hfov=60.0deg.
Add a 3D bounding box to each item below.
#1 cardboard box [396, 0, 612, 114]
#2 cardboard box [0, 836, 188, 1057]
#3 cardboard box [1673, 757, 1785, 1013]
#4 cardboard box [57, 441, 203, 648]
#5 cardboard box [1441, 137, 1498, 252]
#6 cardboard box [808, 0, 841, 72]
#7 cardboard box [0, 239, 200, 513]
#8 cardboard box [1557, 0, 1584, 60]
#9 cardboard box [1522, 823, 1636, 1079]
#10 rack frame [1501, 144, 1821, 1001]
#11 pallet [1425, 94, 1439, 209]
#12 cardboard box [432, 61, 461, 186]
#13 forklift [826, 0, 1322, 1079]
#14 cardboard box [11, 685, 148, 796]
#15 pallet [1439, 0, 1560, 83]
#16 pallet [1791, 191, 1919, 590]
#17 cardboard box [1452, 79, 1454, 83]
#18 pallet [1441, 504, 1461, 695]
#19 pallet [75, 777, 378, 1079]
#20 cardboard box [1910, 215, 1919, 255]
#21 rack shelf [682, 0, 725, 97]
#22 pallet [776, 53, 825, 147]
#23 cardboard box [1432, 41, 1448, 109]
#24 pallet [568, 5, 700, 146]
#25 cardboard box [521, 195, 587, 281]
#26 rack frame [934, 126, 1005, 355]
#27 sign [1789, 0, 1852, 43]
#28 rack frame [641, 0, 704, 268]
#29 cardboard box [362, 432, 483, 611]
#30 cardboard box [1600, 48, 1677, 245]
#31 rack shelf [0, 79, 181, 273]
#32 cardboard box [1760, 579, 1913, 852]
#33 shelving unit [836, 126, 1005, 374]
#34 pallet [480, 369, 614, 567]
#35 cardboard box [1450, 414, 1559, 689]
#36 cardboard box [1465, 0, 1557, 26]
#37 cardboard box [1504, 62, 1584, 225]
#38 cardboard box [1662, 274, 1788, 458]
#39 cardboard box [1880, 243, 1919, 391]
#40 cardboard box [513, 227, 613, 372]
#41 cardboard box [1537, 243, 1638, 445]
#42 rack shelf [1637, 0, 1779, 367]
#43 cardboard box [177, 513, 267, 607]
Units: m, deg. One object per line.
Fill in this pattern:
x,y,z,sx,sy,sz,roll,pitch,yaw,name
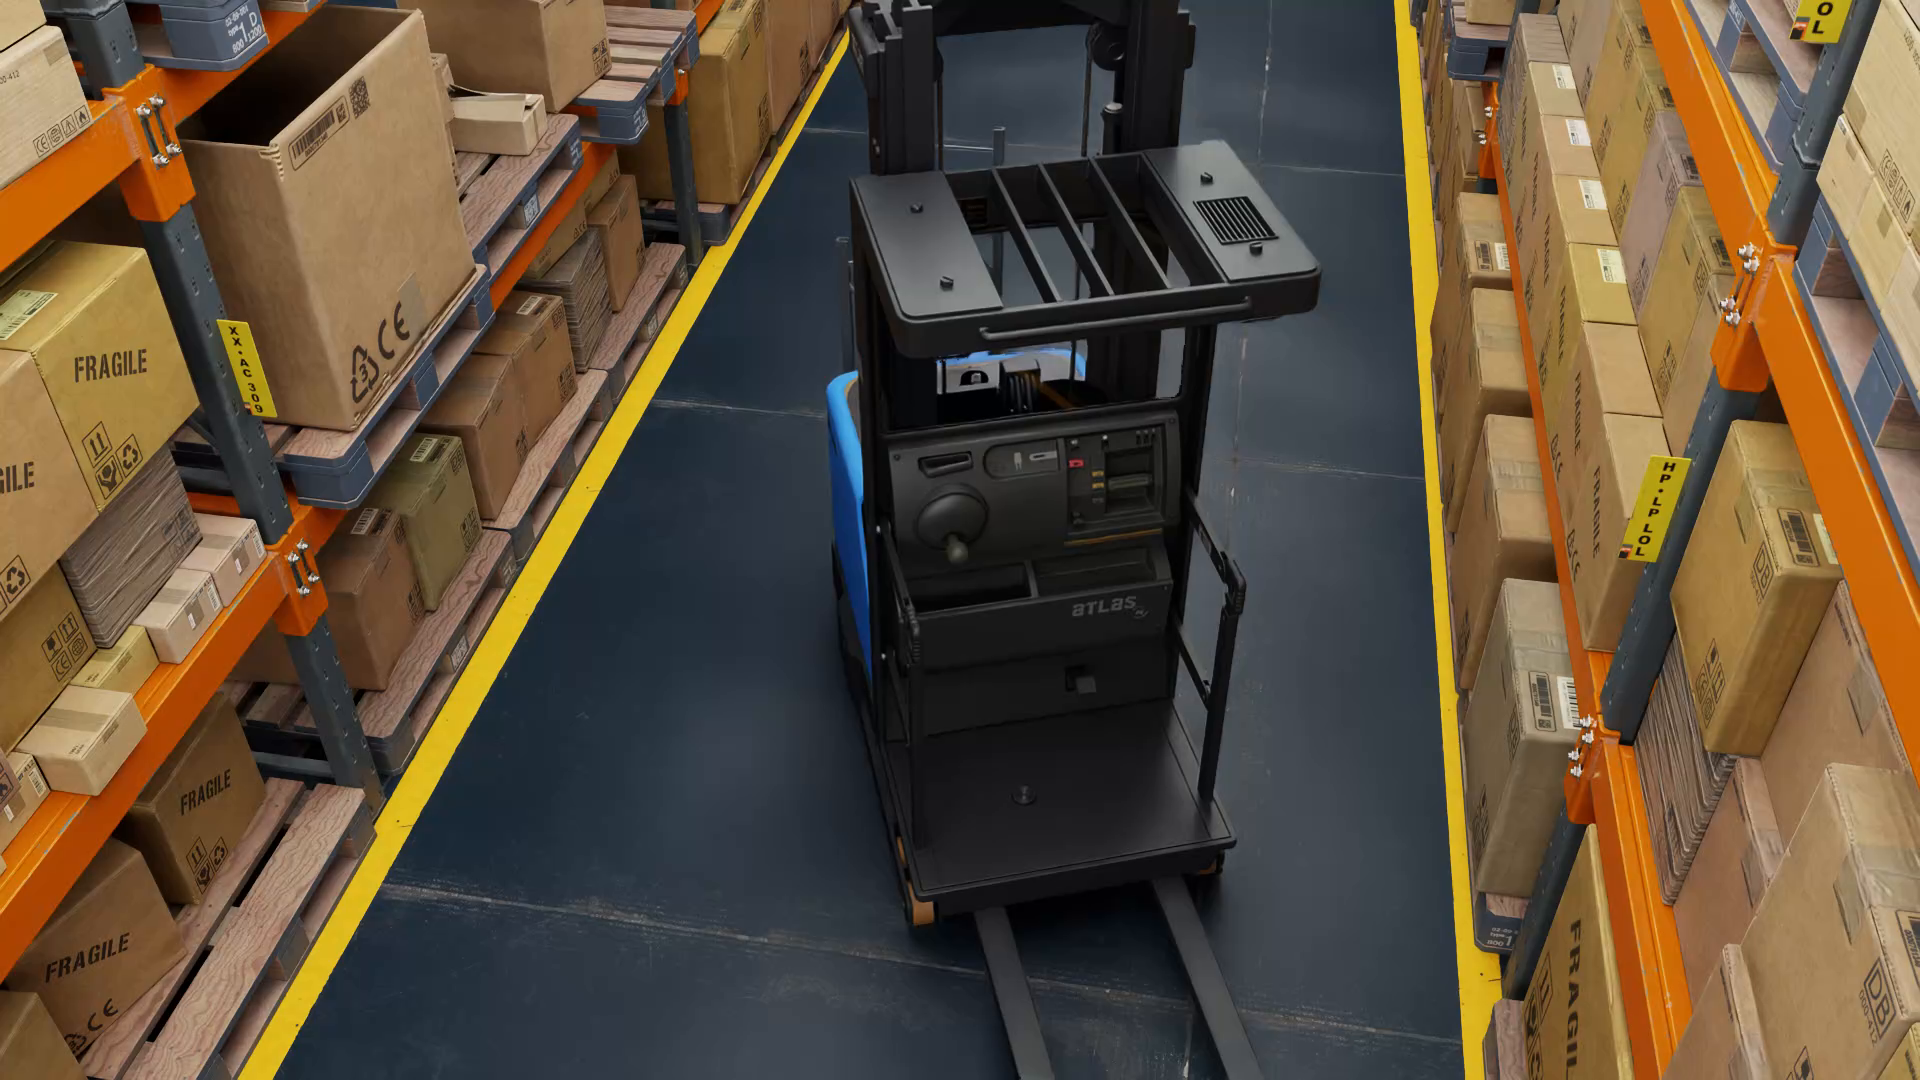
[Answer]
-1.961,-2.221,7.175,0.700,0.500,0.500,12,41,14,cardboard box
-2.802,1.193,5.085,0.500,0.500,0.500,19,43,21,cardboard box
2.141,0.918,3.668,0.875,0.550,0.550,6,40,8,cardboard box
-2.740,-0.093,4.696,0.875,0.500,0.500,6,40,8,cardboard box
2.815,-1.756,8.652,0.500,0.500,0.500,6,40,7,cardboard box
-1.462,-3.614,10.605,1.225,0.875,0.875,5,40,6,cardboard box
-2.408,-0.441,4.333,0.500,0.500,0.500,6,40,8,cardboard box
2.871,-2.259,6.765,0.700,0.500,0.500,6,40,7,cardboard box
2.089,1.439,4.493,0.875,0.875,0.875,7,40,8,cardboard box
2.266,0.395,4.418,1.000,3.000,0.127,6,40,8,rack frame
3.309,-2.294,9.859,1.003,0.211,1.213,6,40,8,pallet
-2.392,-1.515,6.318,0.797,0.503,0.637,10,41,12,cardboard box
0.290,-0.085,5.053,1.130,2.935,3.031,-8,40,-9,forklift
-2.437,0.524,4.459,0.380,0.149,0.250,6,40,8,cardboard box
2.977,-2.500,8.071,1.213,0.211,1.003,6,40,8,pallet
2.115,-0.215,2.871,1.003,0.211,1.213,6,40,8,pallet
2.999,-2.696,9.201,0.500,0.250,0.500,7,40,9,cardboard box
2.535,0.209,6.831,1.003,0.211,1.213,6,40,8,pallet
-2.683,1.285,5.530,1.003,0.211,1.213,6,40,8,pallet
1.820,-0.425,2.533,0.500,0.250,0.500,6,40,7,cardboard box
-1.563,-3.704,9.940,1.077,0.370,4.000,6,40,8,rack shelf
-1.485,-2.901,10.593,1.003,0.211,1.213,6,40,8,pallet
3.094,-2.727,9.827,0.500,0.500,0.500,7,40,8,cardboard box
-1.927,-2.193,7.699,1.213,0.211,1.003,6,40,8,pallet
-2.077,-1.463,7.694,0.500,0.250,0.500,11,41,13,cardboard box
-0.061,-1.174,7.493,0.500,1.500,0.032,6,40,7,rack frame
1.730,-1.135,3.262,0.100,0.325,0.005,6,40,8,sign
-1.909,-2.726,8.193,1.000,3.000,0.127,6,40,8,rack frame
-2.373,-0.102,6.636,0.700,0.500,0.500,6,40,7,cardboard box
2.610,-1.298,5.603,0.700,0.500,0.500,6,40,7,cardboard box
-2.947,0.161,2.912,1.077,0.370,4.000,6,40,8,rack shelf
2.188,0.507,3.318,0.875,0.550,0.550,6,40,8,cardboard box
-0.139,-0.854,7.106,0.538,1.500,1.048,6,40,7,shelving unit
-2.259,-0.397,7.565,1.003,0.211,1.213,6,40,8,pallet
2.456,0.096,6.216,1.050,0.750,0.750,6,40,8,cardboard box
2.591,-2.541,7.837,0.380,0.149,0.250,7,40,8,cardboard box
2.530,-1.583,6.732,0.500,0.500,0.500,6,40,7,cardboard box
2.347,-0.341,4.445,0.700,0.500,0.500,6,40,7,cardboard box
1.781,-0.355,2.760,0.380,0.149,0.250,6,40,8,cardboard box
-2.089,-1.160,7.915,0.700,0.500,0.500,3,40,4,cardboard box
2.268,-0.635,5.585,0.500,0.500,0.500,7,40,8,cardboard box
2.612,-1.739,5.210,1.077,0.370,4.000,6,40,8,rack shelf
-2.349,0.049,5.034,0.380,0.149,0.250,6,40,8,cardboard box
